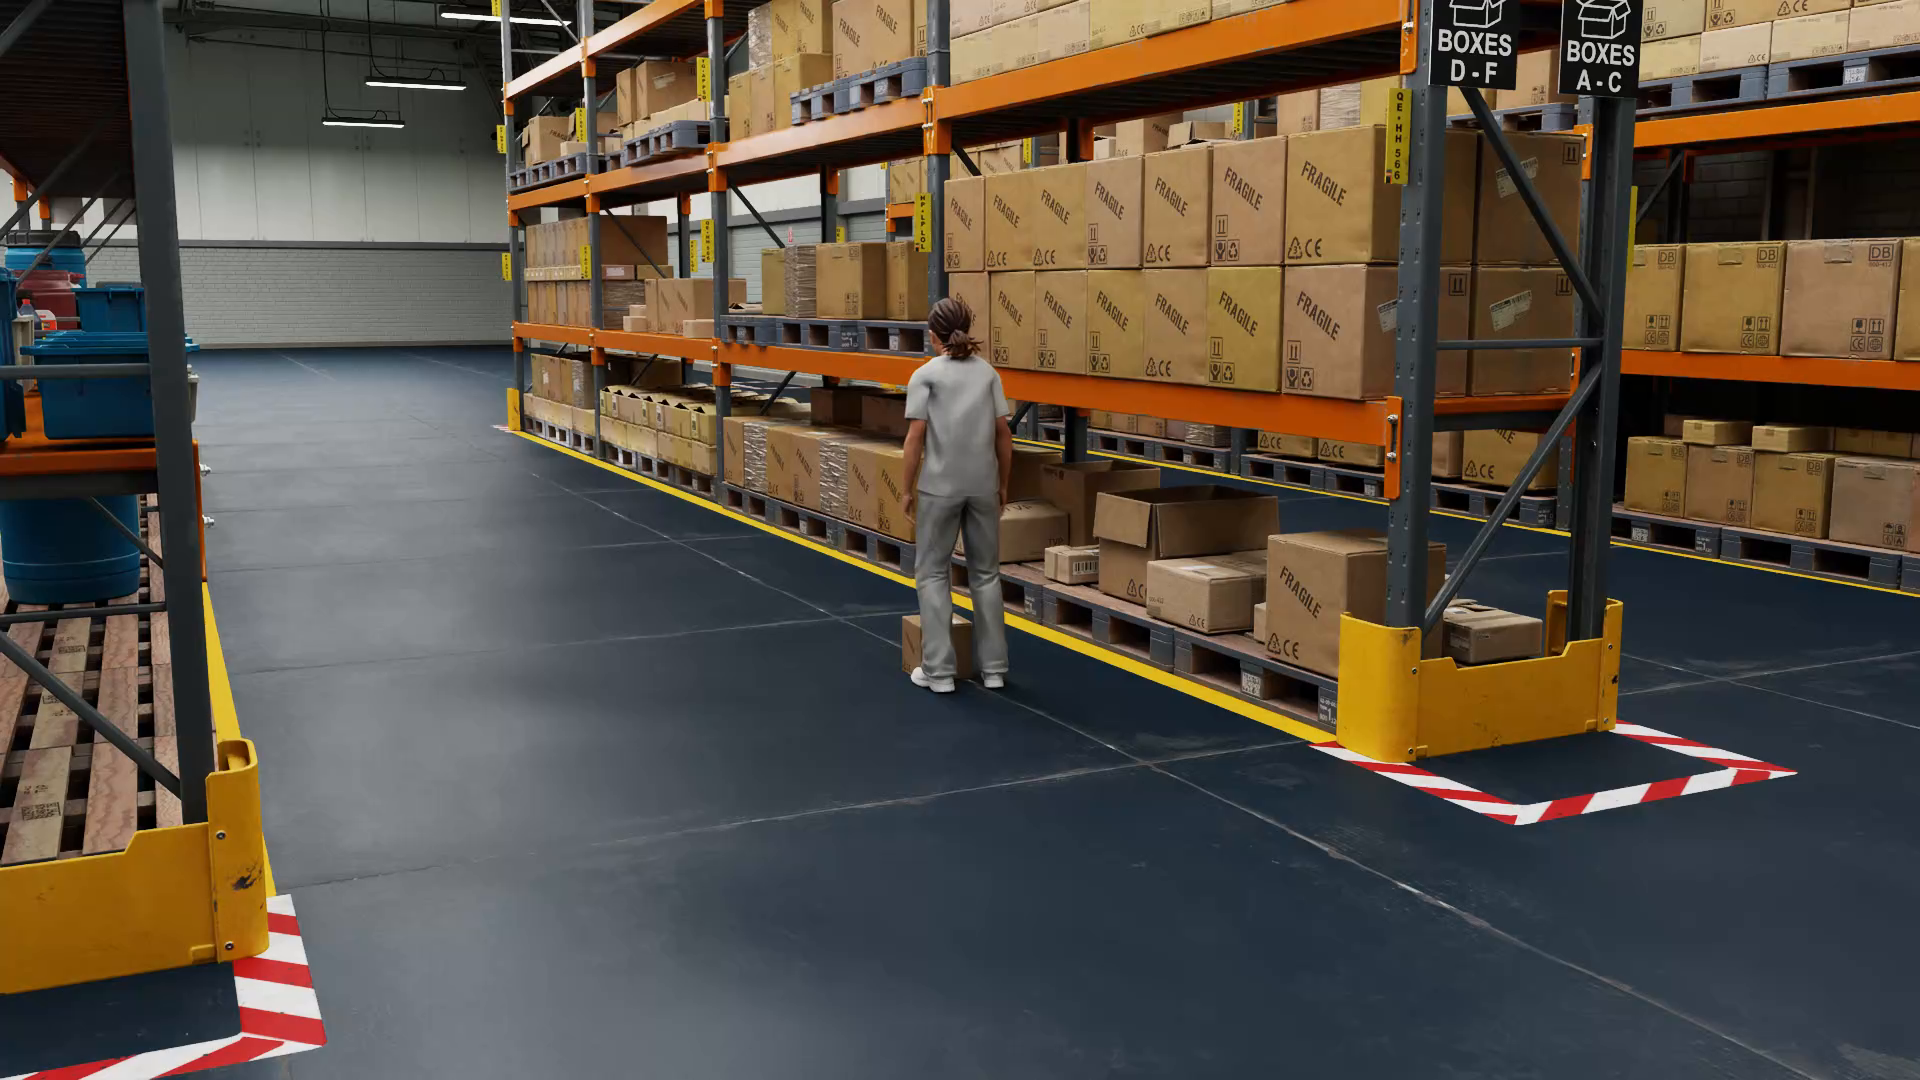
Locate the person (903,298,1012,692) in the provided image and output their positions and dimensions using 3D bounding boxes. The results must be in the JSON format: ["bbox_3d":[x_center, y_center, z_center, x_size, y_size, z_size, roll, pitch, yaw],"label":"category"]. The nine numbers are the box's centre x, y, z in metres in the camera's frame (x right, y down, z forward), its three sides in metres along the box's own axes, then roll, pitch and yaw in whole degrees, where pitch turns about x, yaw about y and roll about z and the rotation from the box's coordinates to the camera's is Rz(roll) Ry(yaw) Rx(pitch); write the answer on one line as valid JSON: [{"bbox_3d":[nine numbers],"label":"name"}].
[{"bbox_3d":[-0.014,-0.191,7.115,0.491,1.673,0.346,-3,9,-19],"label":"person"}]
